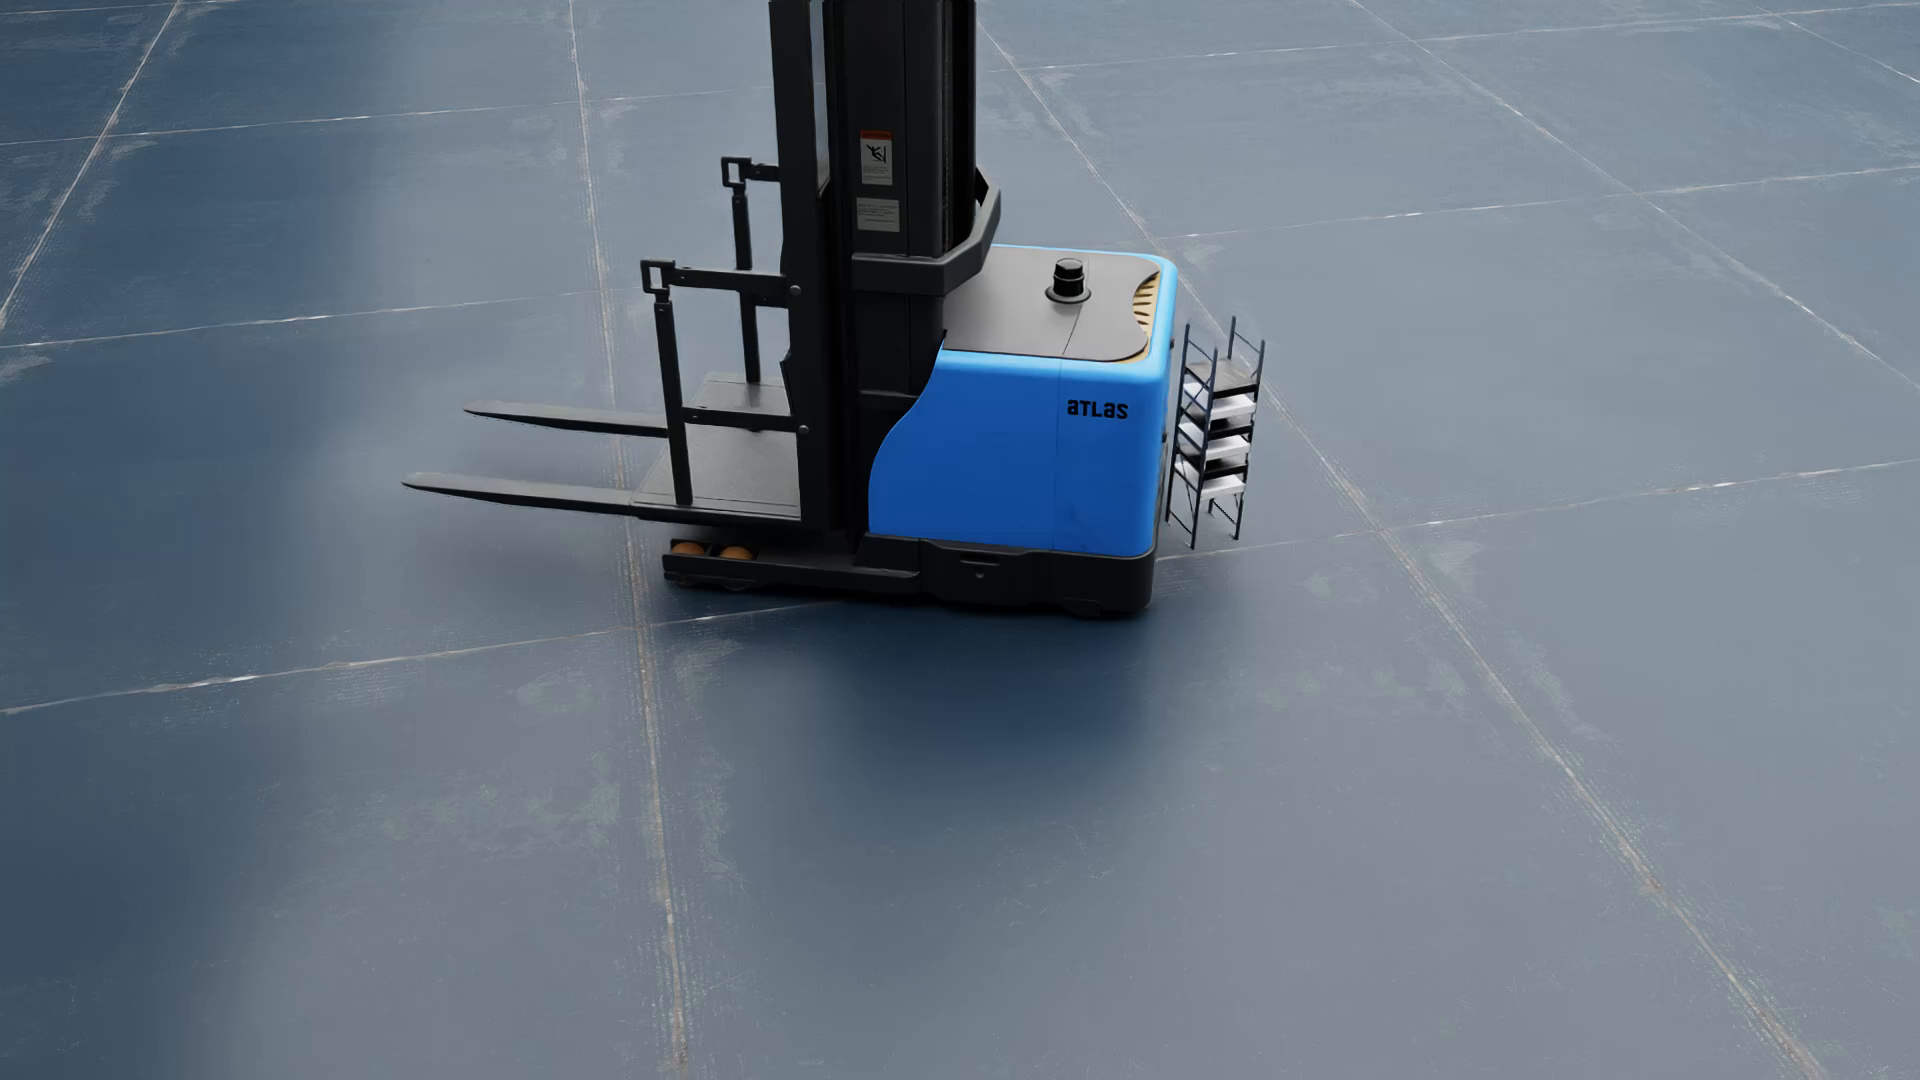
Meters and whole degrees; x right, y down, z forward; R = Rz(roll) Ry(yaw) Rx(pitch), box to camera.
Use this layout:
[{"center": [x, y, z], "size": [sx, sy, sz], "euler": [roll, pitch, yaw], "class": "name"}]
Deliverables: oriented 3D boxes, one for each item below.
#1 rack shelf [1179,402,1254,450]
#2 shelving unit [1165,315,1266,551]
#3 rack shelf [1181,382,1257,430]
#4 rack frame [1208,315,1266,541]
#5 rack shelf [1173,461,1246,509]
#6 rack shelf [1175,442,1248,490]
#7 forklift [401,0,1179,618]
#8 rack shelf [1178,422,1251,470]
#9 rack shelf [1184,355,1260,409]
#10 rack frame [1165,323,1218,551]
[{"center": [0.998, -0.462, 6.524], "size": [0.200, 0.077, 0.258], "euler": [-12, 36, -19], "class": "rack shelf"}, {"center": [0.997, -0.414, 6.555], "size": [0.210, 0.900, 0.258], "euler": [-12, 36, -19], "class": "shelving unit"}, {"center": [1.000, -0.537, 6.475], "size": [0.200, 0.077, 0.258], "euler": [-12, 36, -19], "class": "rack shelf"}, {"center": [1.091, -0.434, 6.589], "size": [0.006, 0.900, 0.240], "euler": [-12, 36, -19], "class": "rack frame"}, {"center": [0.992, -0.236, 6.673], "size": [0.200, 0.077, 0.258], "euler": [-12, 36, -19], "class": "rack shelf"}, {"center": [0.994, -0.311, 6.623], "size": [0.200, 0.077, 0.258], "euler": [-12, 36, -19], "class": "rack shelf"}, {"center": [-0.703, -1.307, 6.067], "size": [3.031, 2.935, 1.130], "euler": [5, 34, 8], "class": "forklift"}, {"center": [0.996, -0.387, 6.574], "size": [0.200, 0.077, 0.258], "euler": [-12, 36, -19], "class": "rack shelf"}, {"center": [1.002, -0.612, 6.425], "size": [0.200, 0.077, 0.258], "euler": [-12, 36, -19], "class": "rack shelf"}, {"center": [0.903, -0.395, 6.522], "size": [0.006, 0.900, 0.240], "euler": [-12, 36, -19], "class": "rack frame"}]
